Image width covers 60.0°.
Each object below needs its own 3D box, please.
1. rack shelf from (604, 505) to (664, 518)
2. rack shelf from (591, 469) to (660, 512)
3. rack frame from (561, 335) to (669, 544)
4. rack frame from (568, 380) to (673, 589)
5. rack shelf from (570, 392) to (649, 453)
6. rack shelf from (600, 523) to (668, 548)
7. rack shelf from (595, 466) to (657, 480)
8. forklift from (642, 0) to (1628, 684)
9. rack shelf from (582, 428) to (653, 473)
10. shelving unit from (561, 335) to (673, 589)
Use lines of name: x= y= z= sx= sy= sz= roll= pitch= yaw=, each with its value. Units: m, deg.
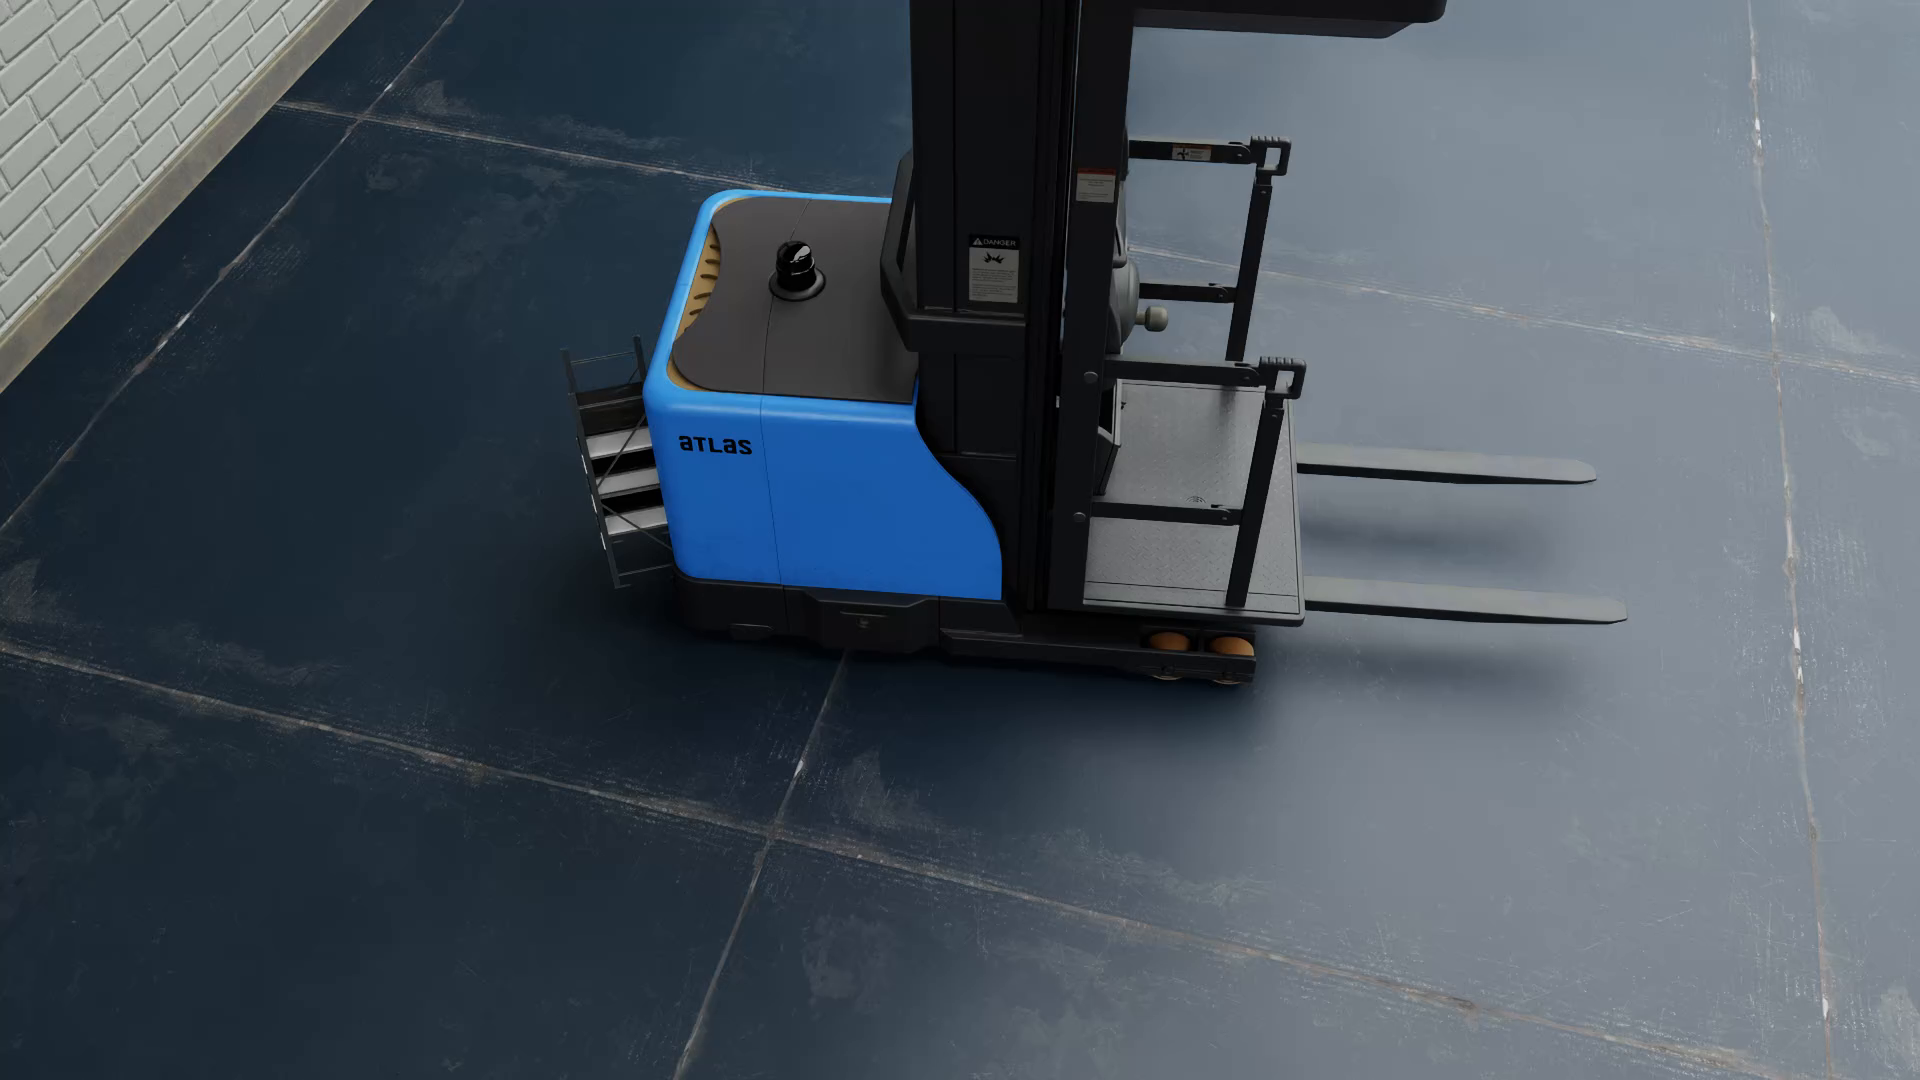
rack shelf: x=-1.073 y=-0.160 z=5.436 sx=0.199 sy=0.015 sz=0.184 roll=-11 pitch=50 yaw=-10
rack shelf: x=-1.073 y=-0.210 z=5.380 sx=0.258 sy=0.077 sz=0.200 roll=-11 pitch=50 yaw=-10
rack frame: x=-1.100 y=-0.306 z=5.420 sx=0.240 sy=0.900 sz=0.006 roll=-11 pitch=50 yaw=-10
rack frame: x=-1.047 y=-0.158 z=5.290 sx=0.240 sy=0.900 sz=0.006 roll=-11 pitch=50 yaw=-10
rack shelf: x=-1.073 y=-0.389 z=5.177 sx=0.258 sy=0.077 sz=0.200 roll=-11 pitch=50 yaw=-10
rack shelf: x=-1.073 y=-0.091 z=5.515 sx=0.258 sy=0.077 sz=0.200 roll=-11 pitch=50 yaw=-10
rack shelf: x=-1.073 y=-0.279 z=5.301 sx=0.199 sy=0.015 sz=0.184 roll=-11 pitch=50 yaw=-10
forklift: x=0.626 y=-0.926 z=4.613 sx=3.031 sy=2.935 sz=1.130 roll=4 pitch=49 yaw=3
rack shelf: x=-1.073 y=-0.329 z=5.245 sx=0.258 sy=0.077 sz=0.200 roll=-11 pitch=50 yaw=-10
shelving unit: x=-1.073 y=-0.232 z=5.355 sx=0.258 sy=0.900 sz=0.210 roll=-11 pitch=50 yaw=-10
